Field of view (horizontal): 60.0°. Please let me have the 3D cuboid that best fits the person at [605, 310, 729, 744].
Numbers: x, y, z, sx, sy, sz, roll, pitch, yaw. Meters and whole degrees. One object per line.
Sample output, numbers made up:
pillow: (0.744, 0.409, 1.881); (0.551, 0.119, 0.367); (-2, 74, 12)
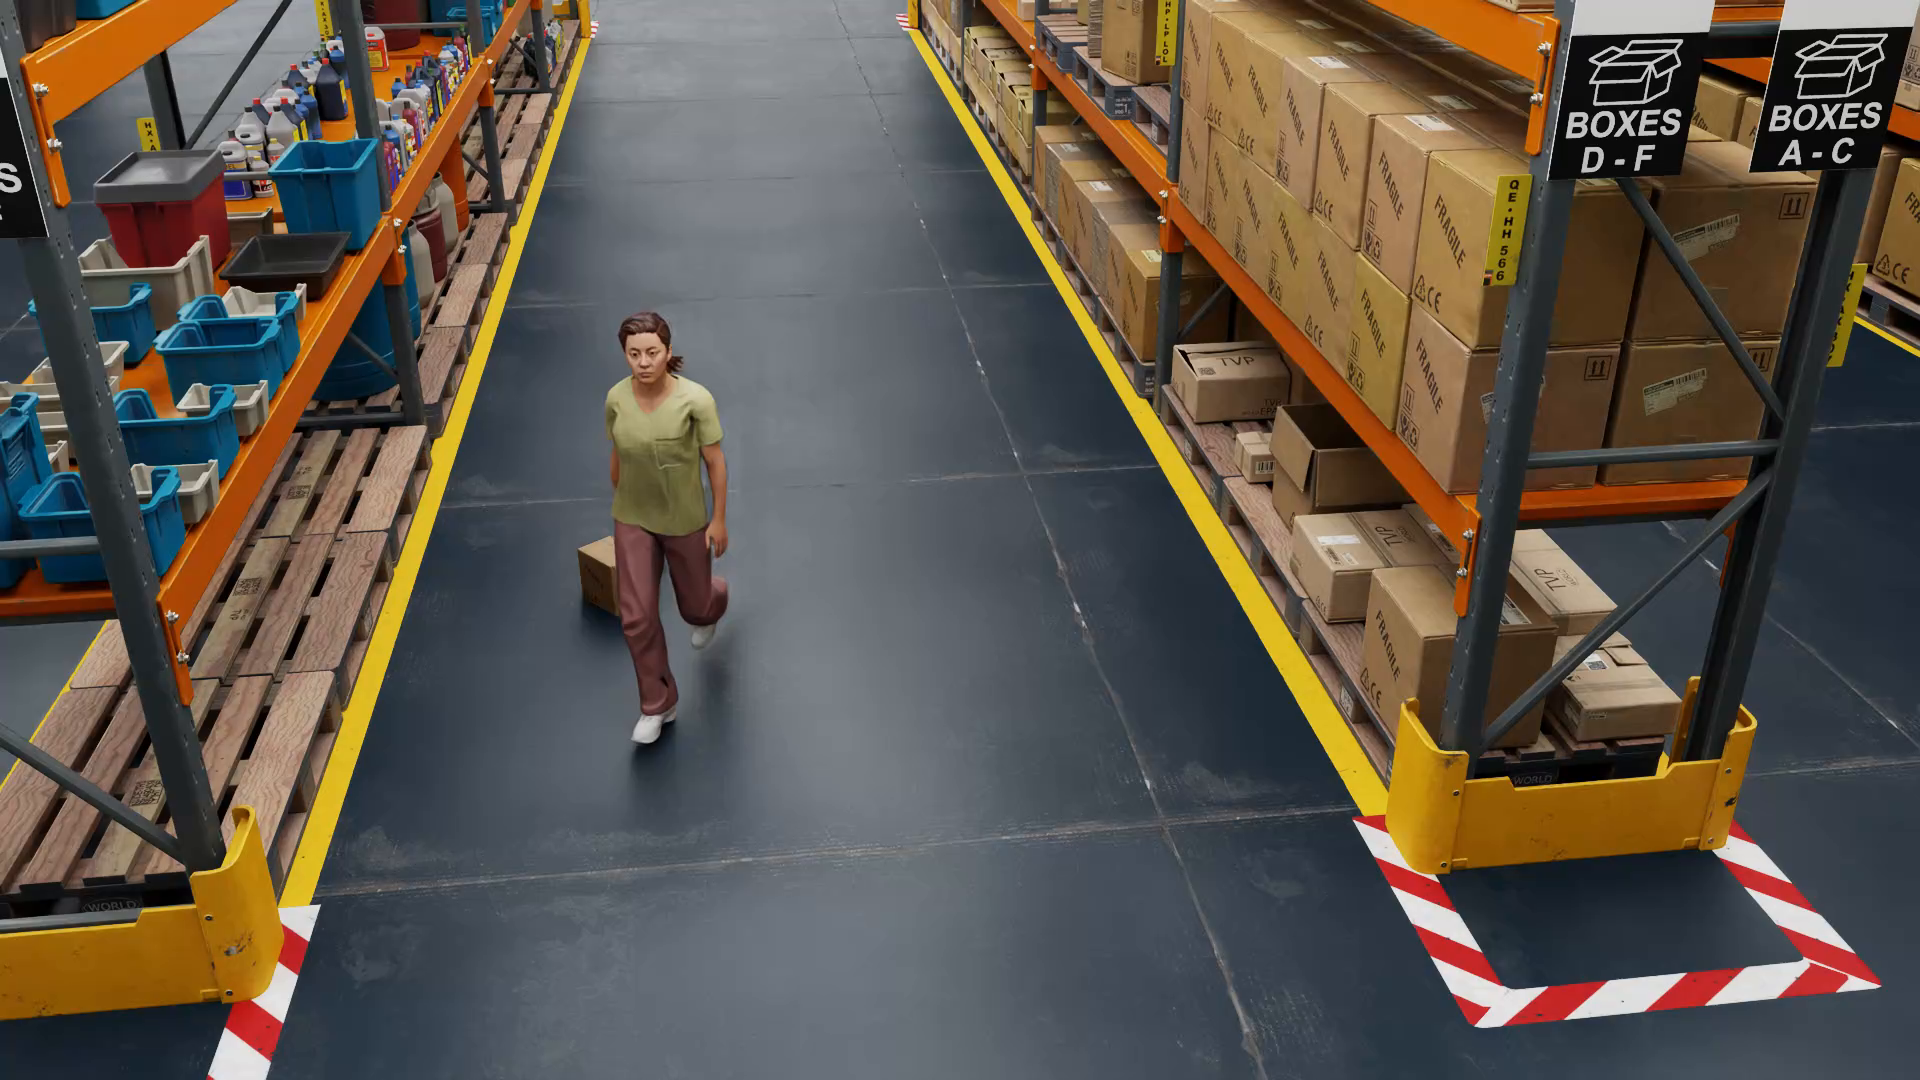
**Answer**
person: (-1.096, -0.105, 6.326); (0.463, 1.628, 0.862); (2, 27, 5)
